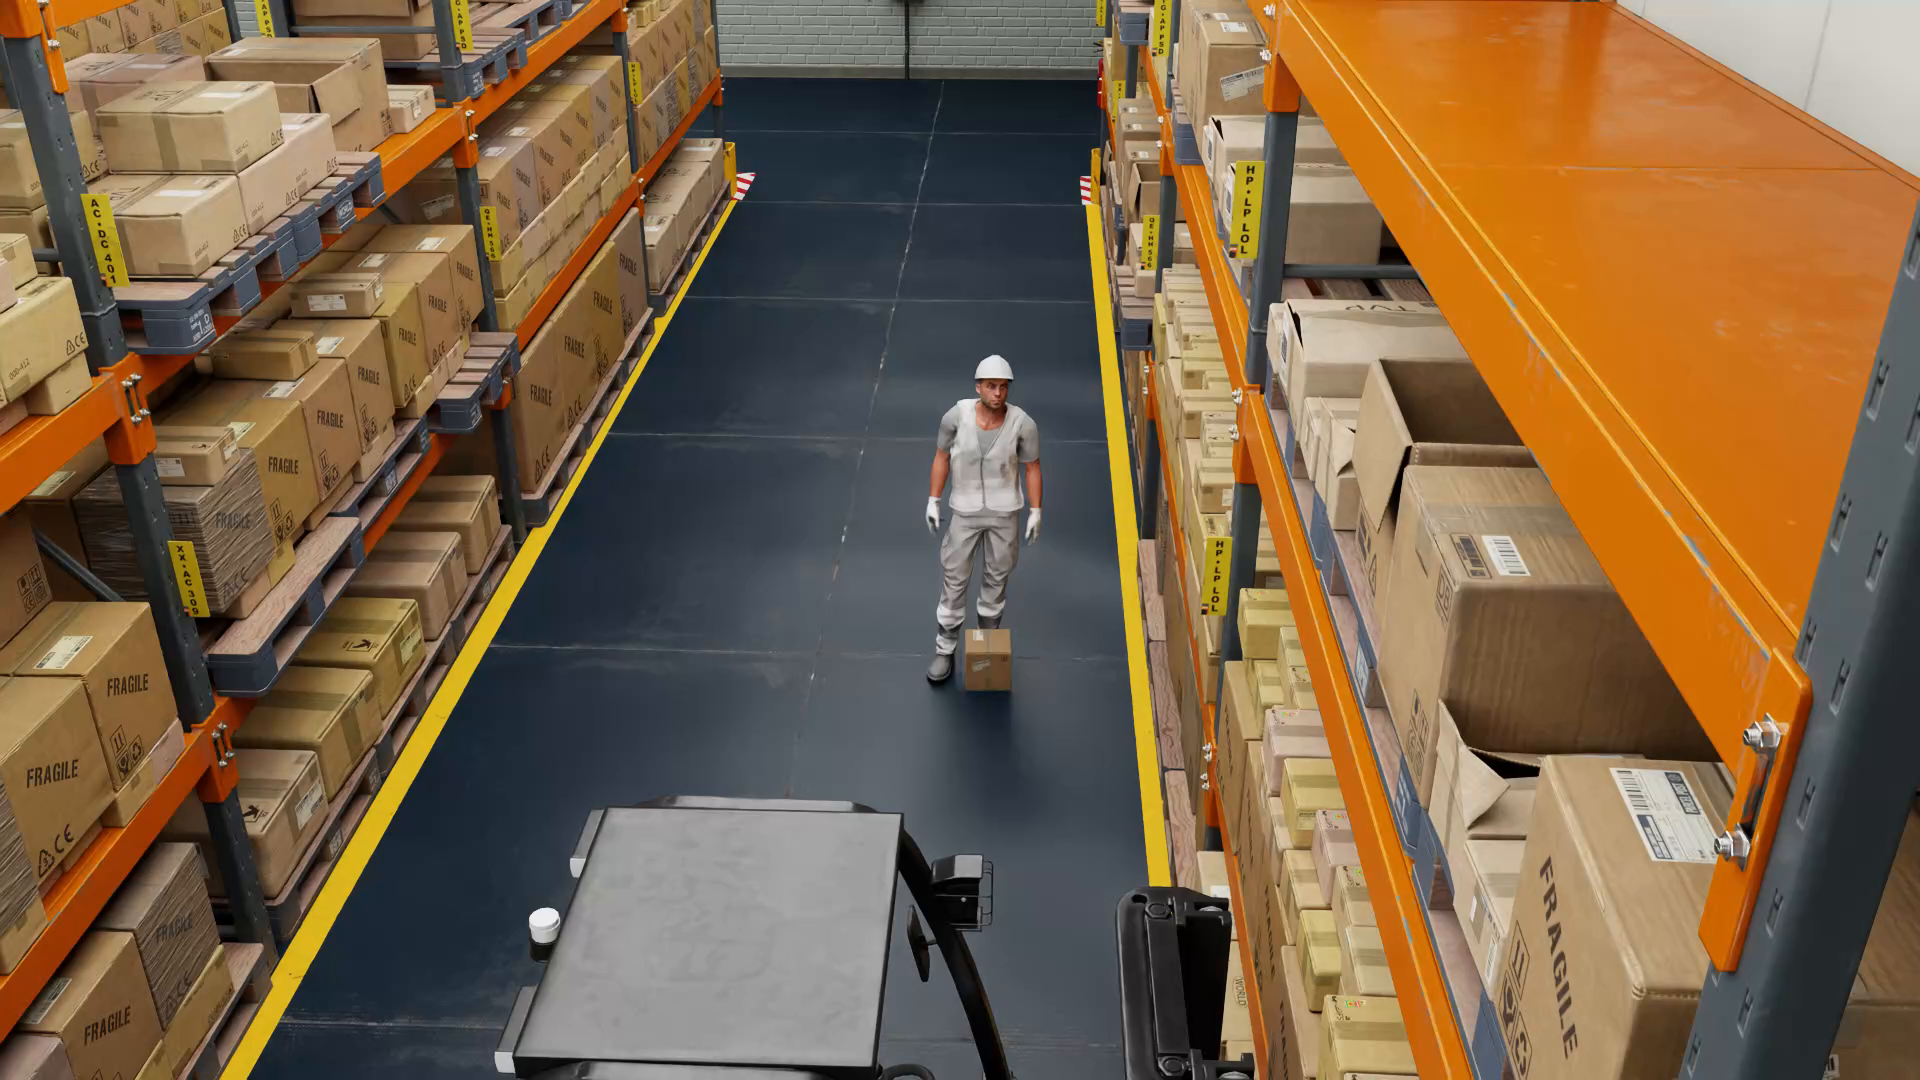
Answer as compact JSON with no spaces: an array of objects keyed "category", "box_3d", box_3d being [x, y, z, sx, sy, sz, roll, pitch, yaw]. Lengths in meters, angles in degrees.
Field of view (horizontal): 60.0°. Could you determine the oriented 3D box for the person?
[{"category":"person","box_3d":[0.129,-0.113,9.027,0.637,1.787,0.563,1,28,2]}]
